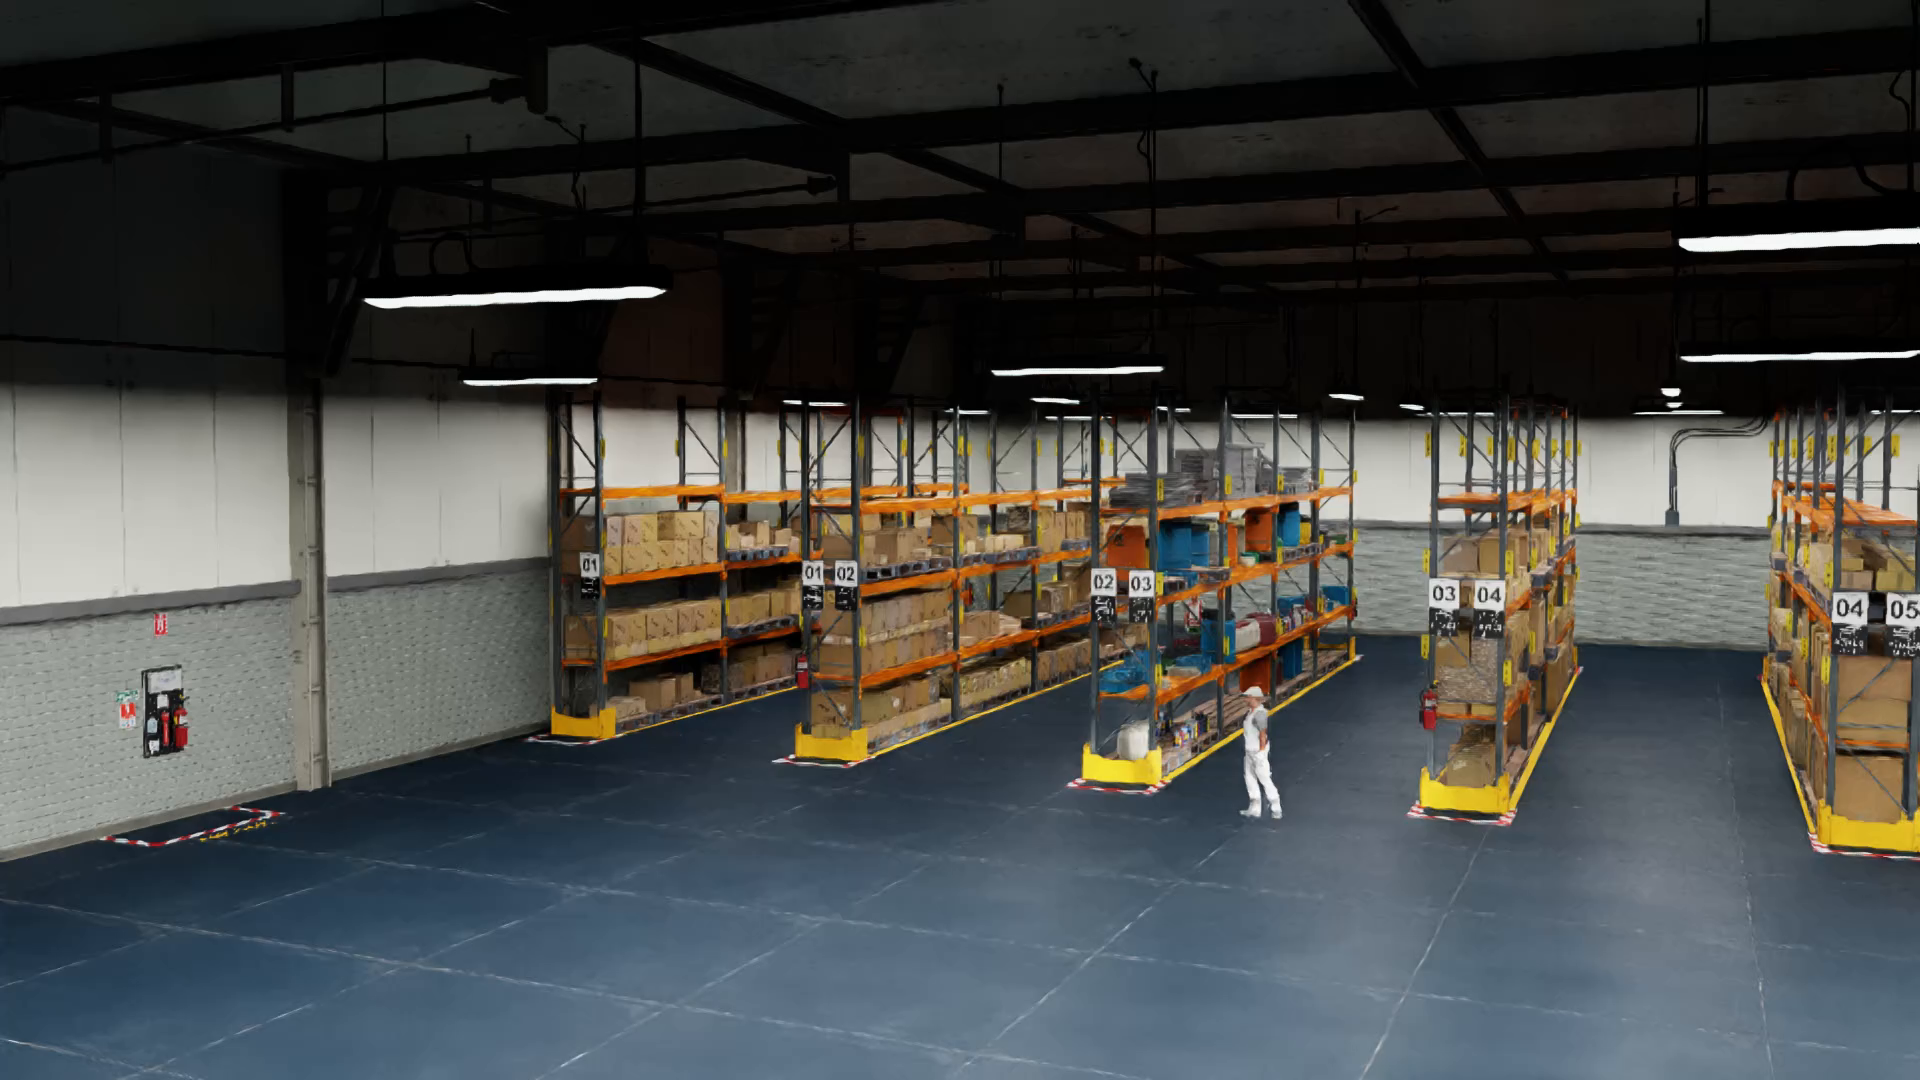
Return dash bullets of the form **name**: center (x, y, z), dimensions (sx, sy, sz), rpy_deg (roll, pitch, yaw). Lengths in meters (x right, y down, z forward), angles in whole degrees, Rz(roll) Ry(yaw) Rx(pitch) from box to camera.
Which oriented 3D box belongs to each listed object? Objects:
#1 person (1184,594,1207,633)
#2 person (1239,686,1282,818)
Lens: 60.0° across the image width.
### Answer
- **person**: center (5.496, 1.987, 38.868), dimensions (0.553, 1.709, 1.123), rpy_deg (2, 4, 26)
- **person**: center (4.087, 2.873, 22.594), dimensions (0.542, 1.782, 0.642), rpy_deg (0, 3, -5)
